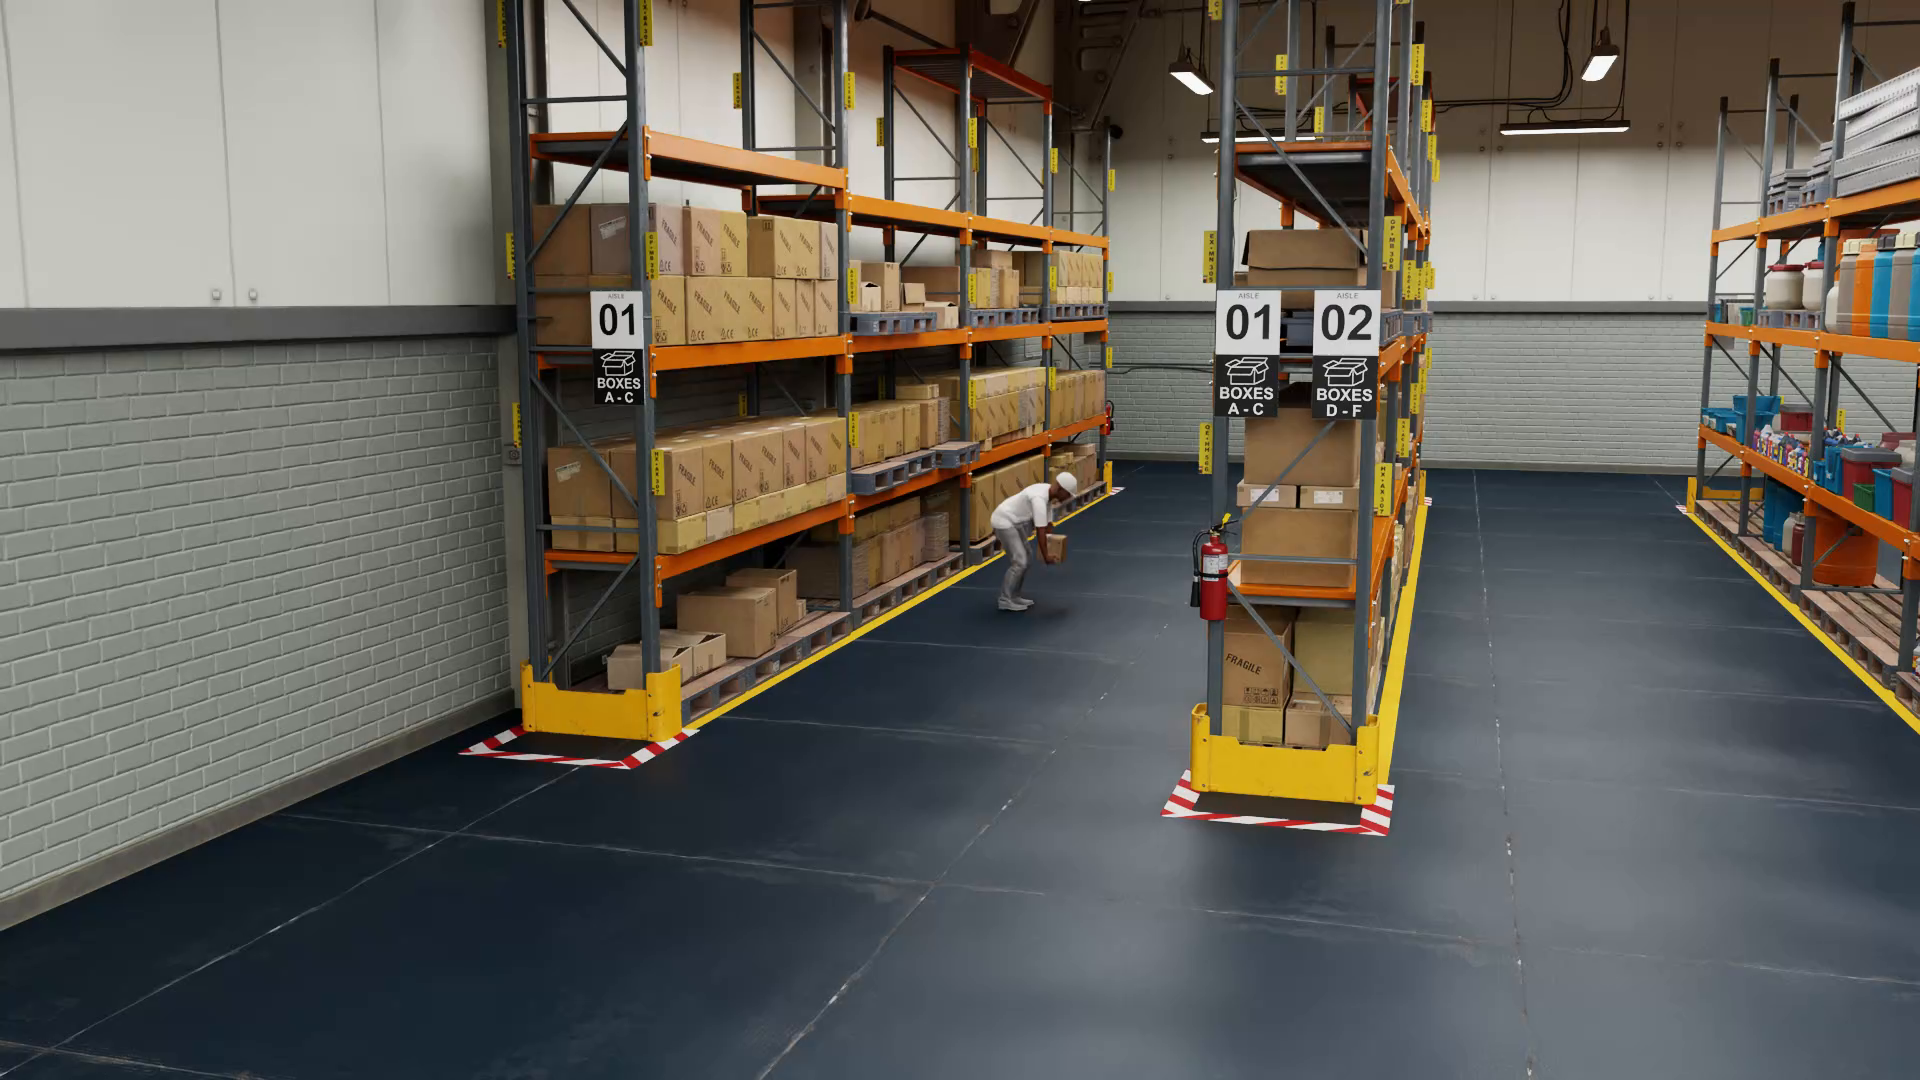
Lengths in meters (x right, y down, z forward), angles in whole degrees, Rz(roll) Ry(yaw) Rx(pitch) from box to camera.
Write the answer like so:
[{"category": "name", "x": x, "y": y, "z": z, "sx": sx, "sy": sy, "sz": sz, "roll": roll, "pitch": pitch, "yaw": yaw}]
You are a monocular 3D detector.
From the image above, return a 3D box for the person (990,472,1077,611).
[{"category": "person", "x": 0.754, "y": 0.005, "z": 16.940, "sx": 0.881, "sy": 1.410, "sz": 0.489, "roll": 2, "pitch": 9, "yaw": 14}]
